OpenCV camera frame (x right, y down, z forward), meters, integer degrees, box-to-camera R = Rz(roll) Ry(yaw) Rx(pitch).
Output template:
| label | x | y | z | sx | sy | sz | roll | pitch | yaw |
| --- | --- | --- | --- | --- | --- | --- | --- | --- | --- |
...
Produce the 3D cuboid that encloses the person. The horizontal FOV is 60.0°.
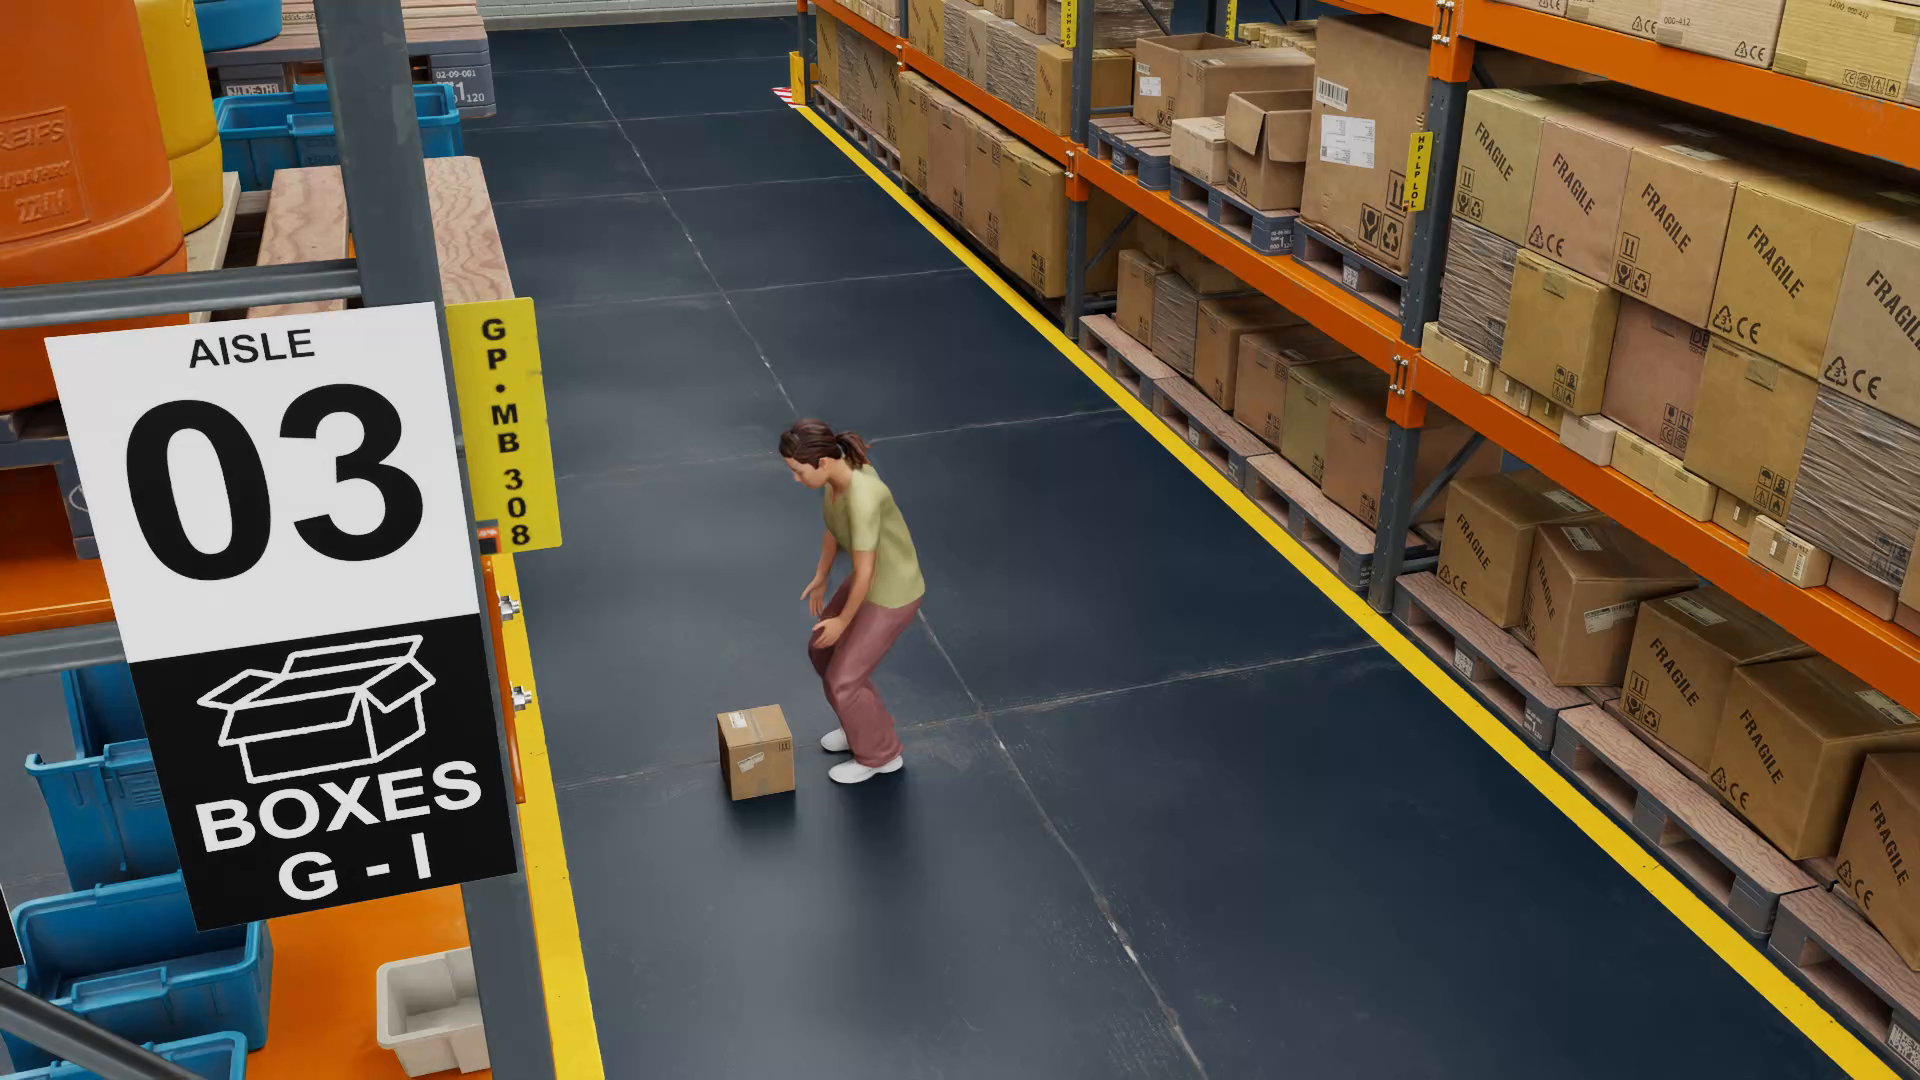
| label | x | y | z | sx | sy | sz | roll | pitch | yaw |
| --- | --- | --- | --- | --- | --- | --- | --- | --- | --- |
| person | -0.398 | 0.222 | 6.360 | 0.532 | 1.515 | 0.498 | -8 | 27 | -15 |
